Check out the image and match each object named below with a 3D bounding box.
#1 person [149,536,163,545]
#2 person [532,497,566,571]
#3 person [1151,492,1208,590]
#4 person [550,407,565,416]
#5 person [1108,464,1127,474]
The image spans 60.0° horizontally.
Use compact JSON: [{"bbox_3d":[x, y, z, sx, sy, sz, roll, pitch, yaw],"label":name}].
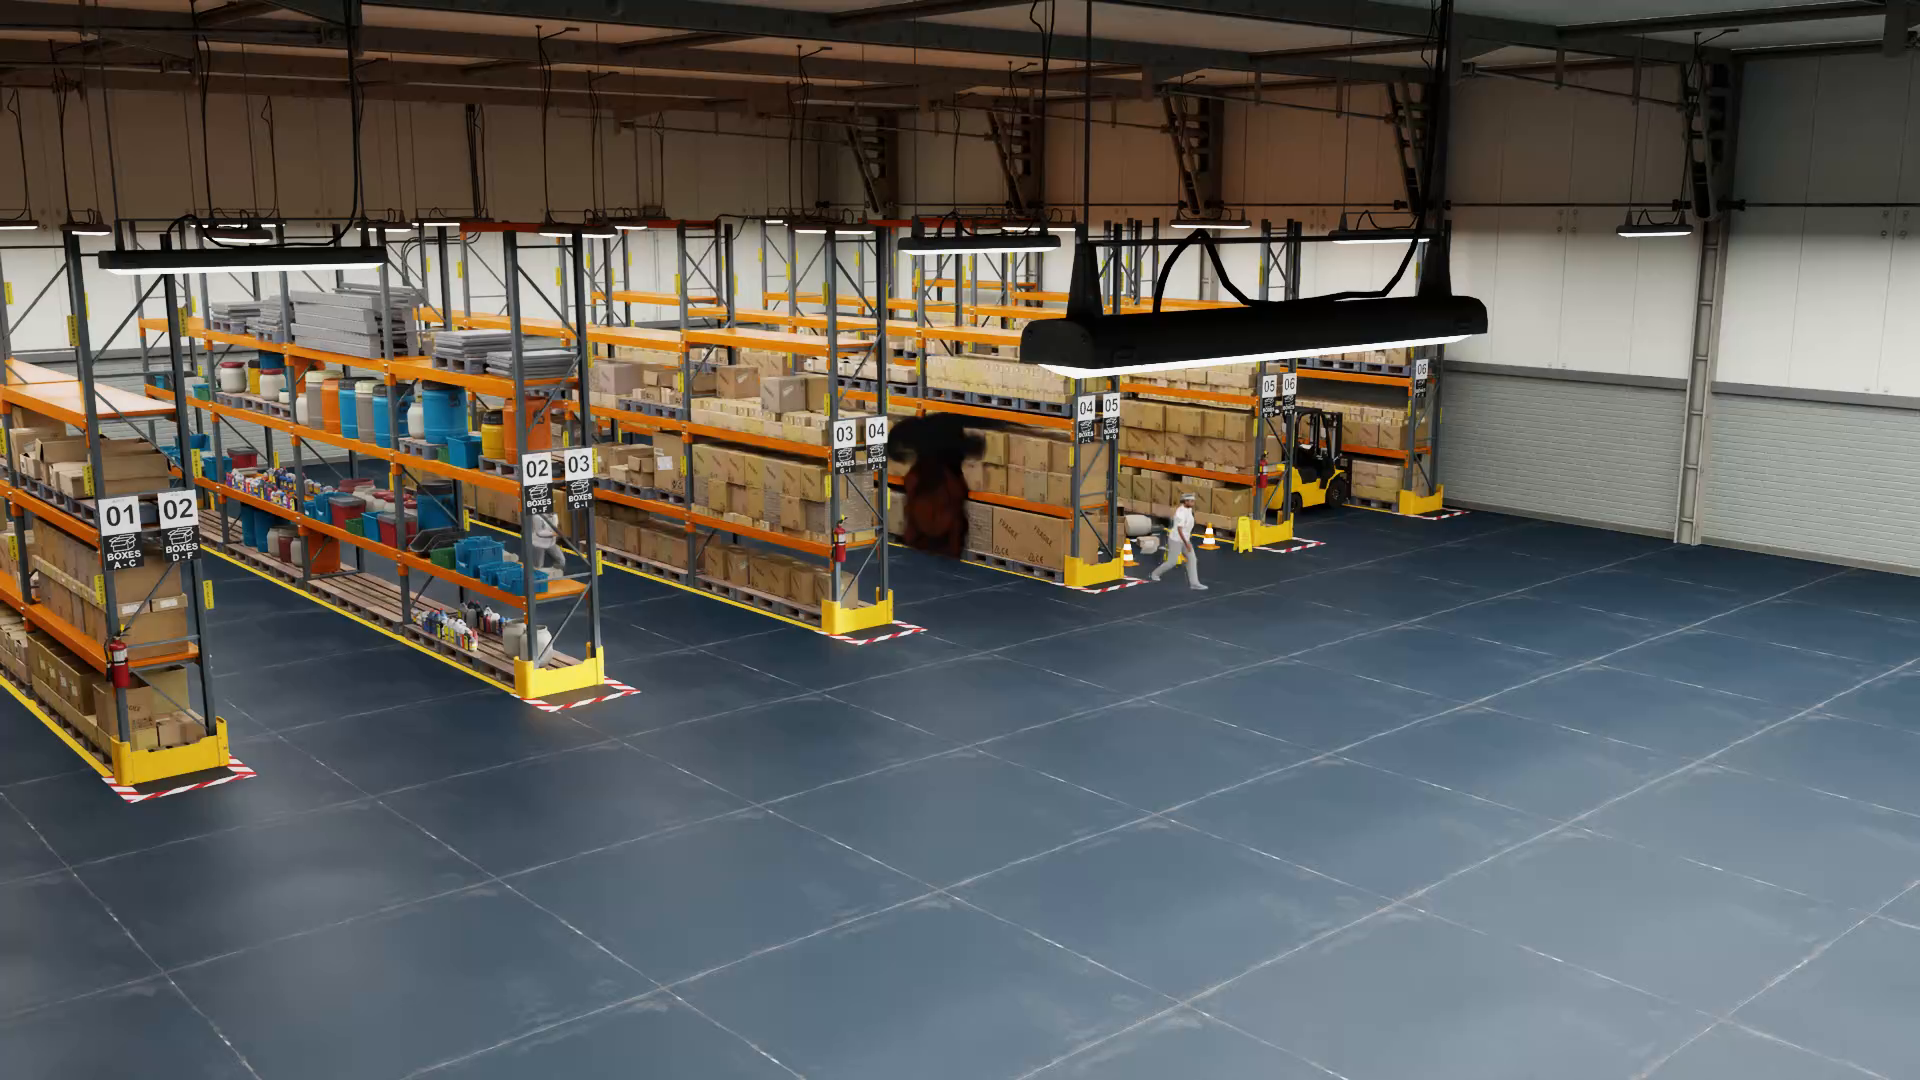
[{"bbox_3d":[-13.399,0.085,27.302,0.772,1.649,0.717,8,14,34],"label":"person"},{"bbox_3d":[-6.798,0.053,27.296,0.932,1.675,0.663,6,13,28],"label":"person"},{"bbox_3d":[3.580,0.018,27.101,0.863,1.612,0.664,7,13,32],"label":"person"},{"bbox_3d":[-9.774,-2.577,40.154,0.686,1.770,0.739,-3,12,-13],"label":"person"},{"bbox_3d":[3.587,-1.836,36.625,1.002,1.746,0.666,10,15,41],"label":"person"}]
